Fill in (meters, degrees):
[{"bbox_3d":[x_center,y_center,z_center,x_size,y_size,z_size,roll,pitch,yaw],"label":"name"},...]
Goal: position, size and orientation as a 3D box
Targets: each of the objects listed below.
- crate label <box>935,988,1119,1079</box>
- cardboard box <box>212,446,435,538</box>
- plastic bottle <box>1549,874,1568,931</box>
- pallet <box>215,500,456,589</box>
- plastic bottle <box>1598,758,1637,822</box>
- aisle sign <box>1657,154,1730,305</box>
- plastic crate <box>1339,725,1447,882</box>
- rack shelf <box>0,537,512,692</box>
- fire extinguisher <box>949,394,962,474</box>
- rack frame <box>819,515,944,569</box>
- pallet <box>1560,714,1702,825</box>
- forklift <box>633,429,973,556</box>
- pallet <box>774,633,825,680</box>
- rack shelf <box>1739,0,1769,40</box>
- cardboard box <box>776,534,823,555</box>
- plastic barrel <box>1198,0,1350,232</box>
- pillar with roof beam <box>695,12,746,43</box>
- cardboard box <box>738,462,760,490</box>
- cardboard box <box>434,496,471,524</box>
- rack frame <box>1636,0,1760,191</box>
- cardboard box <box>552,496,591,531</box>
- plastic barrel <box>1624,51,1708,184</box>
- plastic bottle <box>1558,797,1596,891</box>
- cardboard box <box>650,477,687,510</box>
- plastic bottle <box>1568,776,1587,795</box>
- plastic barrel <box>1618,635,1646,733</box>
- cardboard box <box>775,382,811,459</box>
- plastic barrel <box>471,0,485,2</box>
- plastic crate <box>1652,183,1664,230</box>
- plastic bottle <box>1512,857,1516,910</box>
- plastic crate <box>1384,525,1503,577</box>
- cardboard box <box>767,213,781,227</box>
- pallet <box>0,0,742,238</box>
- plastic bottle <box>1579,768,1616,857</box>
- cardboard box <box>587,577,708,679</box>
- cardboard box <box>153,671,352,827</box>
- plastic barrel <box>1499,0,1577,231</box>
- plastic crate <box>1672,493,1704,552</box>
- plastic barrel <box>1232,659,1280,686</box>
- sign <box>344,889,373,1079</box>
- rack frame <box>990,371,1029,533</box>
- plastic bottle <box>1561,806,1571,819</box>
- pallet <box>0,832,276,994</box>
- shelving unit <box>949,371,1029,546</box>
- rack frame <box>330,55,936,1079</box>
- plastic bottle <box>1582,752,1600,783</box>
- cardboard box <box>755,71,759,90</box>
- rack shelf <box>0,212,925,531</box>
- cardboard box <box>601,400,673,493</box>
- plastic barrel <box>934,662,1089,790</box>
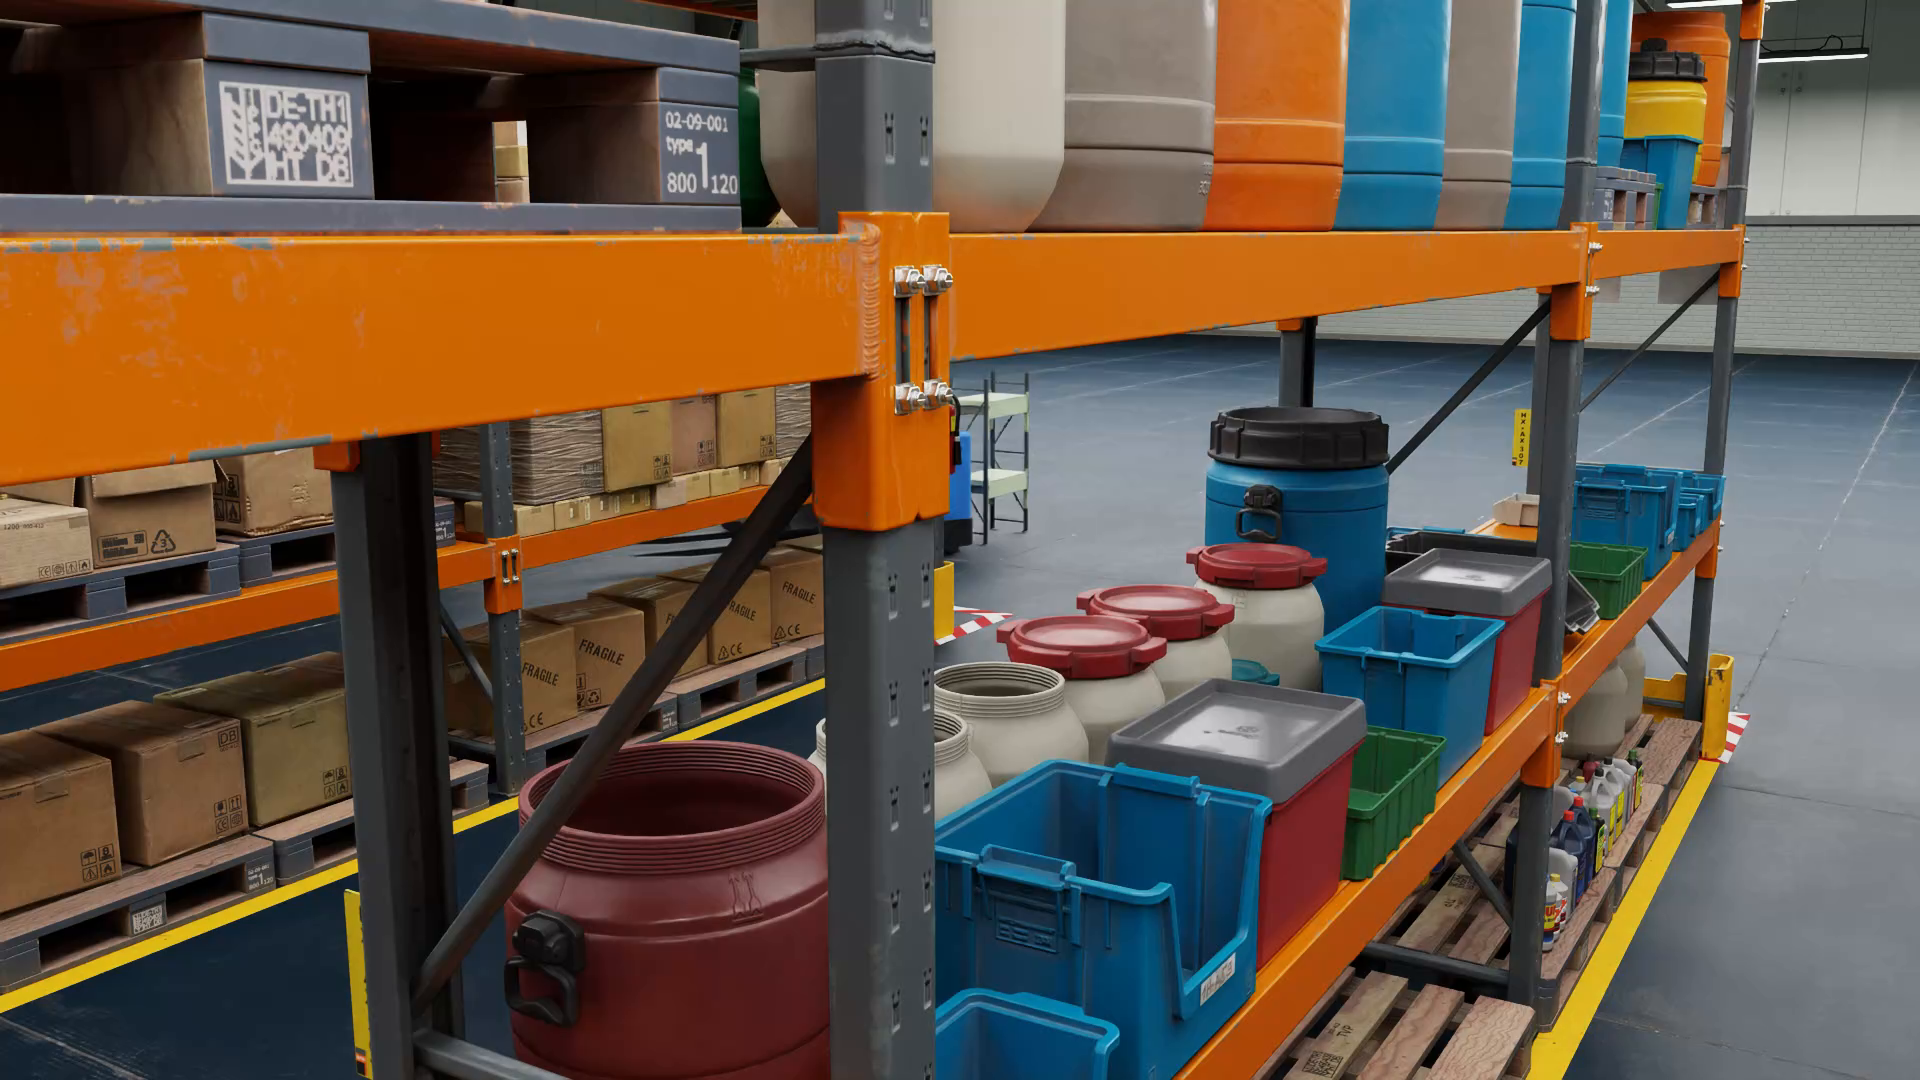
[{"bbox_3d":[0.050,0.919,2.642,0.303,0.233,0.416,6,12,31],"label":"crate label"},{"bbox_3d":[-3.178,-0.624,7.662,1.000,1.000,1.000,6,12,31],"label":"cardboard box"},{"bbox_3d":[2.233,1.358,6.256,0.097,0.201,0.097,0,11,0],"label":"plastic bottle"},{"bbox_3d":[-3.167,-0.034,7.802,1.003,0.211,1.213,6,12,31],"label":"pallet"},{"bbox_3d":[2.931,1.100,7.430,0.152,0.276,0.135,6,12,31],"label":"plastic bottle"},{"bbox_3d":[3.955,-1.651,8.854,0.394,0.787,0.004,6,12,31],"label":"aisle sign"},{"bbox_3d":[0.924,0.644,4.237,0.450,0.188,0.662,6,12,31],"label":"plastic crate"},{"bbox_3d":[-3.684,0.433,6.738,1.077,0.370,4.000,6,12,31],"label":"rack shelf"},{"bbox_3d":[-0.116,-0.800,11.580,0.296,0.674,0.183,6,12,31],"label":"fire extinguisher"},{"bbox_3d":[-0.569,-0.864,11.712,1.000,3.000,0.127,6,12,31],"label":"rack frame"},{"bbox_3d":[3.238,1.124,8.674,1.003,0.211,1.213,6,12,31],"label":"pallet"},{"bbox_3d":[-1.435,-1.283,14.136,3.031,2.935,1.130,-6,12,-28],"label":"forklift"},{"bbox_3d":[-1.061,0.643,11.240,1.003,0.211,1.213,6,12,31],"label":"pallet"},{"bbox_3d":[2.626,-2.475,7.055,1.077,0.370,4.000,6,12,31],"label":"rack shelf"},{"bbox_3d":[-0.908,0.255,11.388,0.500,0.500,0.500,9,14,41],"label":"cardboard box"},{"bbox_3d":[0.462,-1.029,3.277,0.600,0.830,0.708,6,12,31],"label":"plastic barrel"},{"bbox_3d":[-1.390,-7.629,31.547,9.100,9.000,0.548,6,12,31],"label":"pillar with roof beam"},{"bbox_3d":[-1.419,-0.397,9.902,0.380,0.149,0.250,6,12,31],"label":"cardboard box"},{"bbox_3d":[-2.786,-0.173,8.706,0.380,0.149,0.250,6,12,31],"label":"cardboard box"},{"bbox_3d":[3.664,-3.339,8.633,1.000,3.000,0.127,6,12,31],"label":"rack frame"},{"bbox_3d":[-2.136,-0.154,8.605,0.380,0.149,0.250,6,12,31],"label":"cardboard box"},{"bbox_3d":[3.181,-1.972,7.830,0.600,0.588,0.600,0,11,0],"label":"plastic barrel"},{"bbox_3d":[2.459,1.207,6.653,0.144,0.351,0.185,6,12,28],"label":"plastic bottle"},{"bbox_3d":[-1.744,-0.272,9.234,0.380,0.149,0.250,6,12,31],"label":"cardboard box"},{"bbox_3d":[2.743,1.149,7.369,0.097,0.201,0.097,0,11,0],"label":"plastic bottle"},{"bbox_3d":[3.388,0.737,8.783,0.421,0.512,0.421,0,11,0],"label":"plastic barrel"},{"bbox_3d":[-1.332,-0.811,10.348,0.875,0.500,0.500,6,12,31],"label":"cardboard box"},{"bbox_3d":[-0.787,-0.935,1.634,0.600,0.830,0.708,6,12,31],"label":"plastic barrel"},{"bbox_3d":[2.639,-1.354,6.754,0.336,0.188,0.450,6,12,31],"label":"plastic crate"},{"bbox_3d":[2.180,1.286,6.417,0.061,0.283,0.133,6,12,31],"label":"plastic bottle"},{"bbox_3d":[1.930,0.112,6.906,0.499,0.251,0.616,6,12,31],"label":"plastic crate"},{"bbox_3d":[-1.389,-1.926,9.643,0.500,0.250,0.500,6,12,30],"label":"cardboard box"},{"bbox_3d":[-0.970,-0.403,1.613,1.003,0.211,1.213,6,12,31],"label":"pallet"},{"bbox_3d":[2.680,1.140,7.010,0.144,0.351,0.185,6,12,30],"label":"plastic bottle"},{"bbox_3d":[-1.858,0.533,9.906,0.500,0.500,0.500,5,12,26],"label":"cardboard box"},{"bbox_3d":[-3.247,0.945,7.646,0.700,0.500,0.500,6,12,30],"label":"cardboard box"},{"bbox_3d":[1.509,-1.382,4.964,0.600,0.901,0.708,6,12,31],"label":"plastic barrel"},{"bbox_3d":[3.318,-0.109,8.083,0.499,0.251,0.408,6,12,31],"label":"plastic crate"},{"bbox_3d":[0.769,0.500,4.803,0.301,0.262,0.301,0,11,0],"label":"plastic barrel"},{"bbox_3d":[-0.963,0.736,2.724,0.100,0.325,0.005,6,12,31],"label":"sign"},{"bbox_3d":[0.461,-0.820,15.557,0.400,1.500,0.023,7,12,31],"label":"rack frame"},{"bbox_3d":[2.503,1.220,6.802,0.097,0.271,0.097,0,11,0],"label":"plastic bottle"},{"bbox_3d":[-3.681,1.451,6.925,1.003,0.211,1.213,6,12,31],"label":"pallet"},{"bbox_3d":[0.268,-0.763,15.251,0.431,1.500,0.755,7,12,31],"label":"shelving unit"},{"bbox_3d":[-0.489,0.868,2.464,1.000,3.000,0.127,6,12,31],"label":"rack frame"},{"bbox_3d":[2.840,1.086,7.484,0.061,0.283,0.133,6,12,31],"label":"plastic bottle"},{"bbox_3d":[-1.158,-2.511,9.922,0.500,0.500,0.500,6,12,31],"label":"cardboard box"},{"bbox_3d":[-1.528,0.061,0.574,1.077,0.370,4.000,6,12,31],"label":"rack shelf"},{"bbox_3d":[-2.070,-0.570,9.064,0.875,0.500,0.500,6,12,31],"label":"cardboard box"},{"bbox_3d":[0.081,0.564,3.781,0.421,0.512,0.421,0,11,0],"label":"plastic barrel"}]
